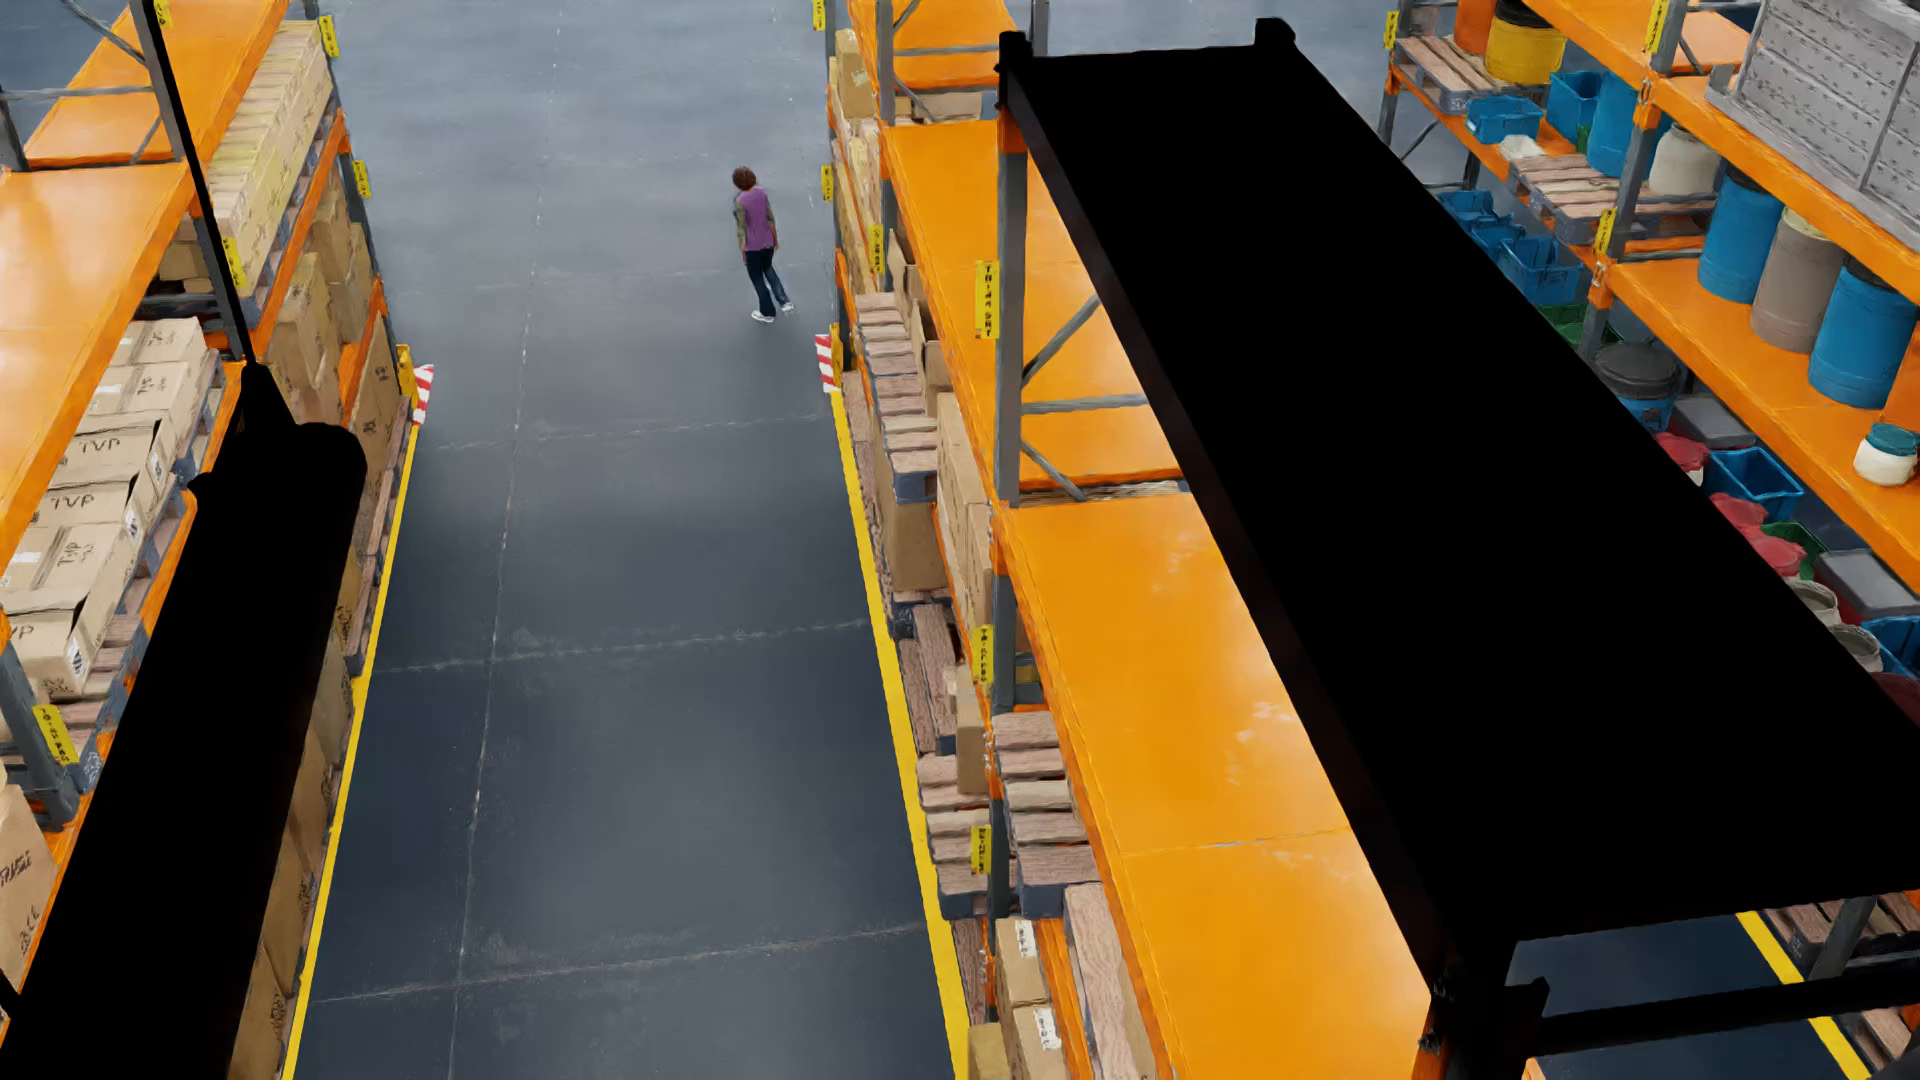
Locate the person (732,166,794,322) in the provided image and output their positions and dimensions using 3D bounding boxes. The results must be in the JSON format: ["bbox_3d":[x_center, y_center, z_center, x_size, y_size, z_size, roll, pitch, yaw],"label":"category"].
[{"bbox_3d":[-1.893,-2.812,15.947,0.489,1.590,0.478,29,45,33],"label":"person"}]
